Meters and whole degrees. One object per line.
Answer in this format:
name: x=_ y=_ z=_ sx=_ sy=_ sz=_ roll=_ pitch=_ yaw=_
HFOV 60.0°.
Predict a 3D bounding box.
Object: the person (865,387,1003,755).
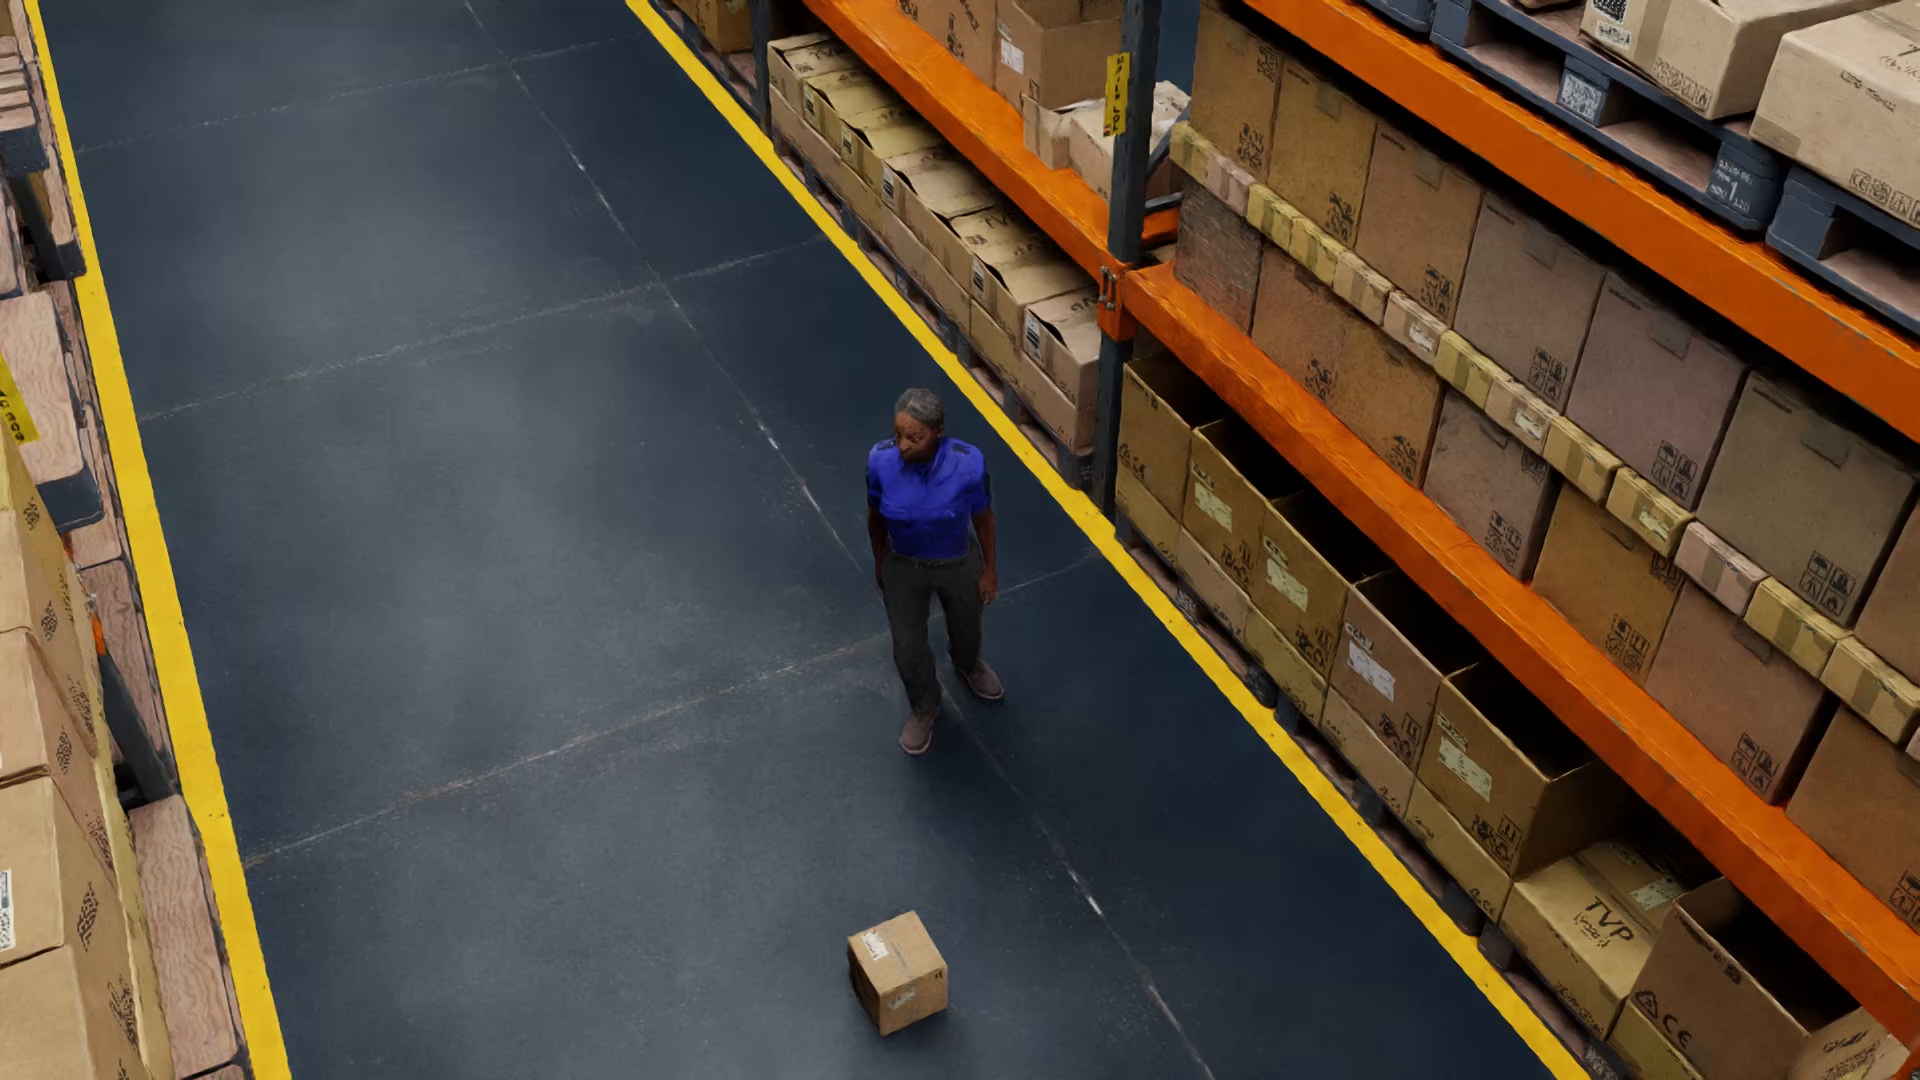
person: x=-0.082 y=0.054 z=6.103 sx=0.499 sy=1.648 sz=0.537 roll=3 pitch=42 yaw=4
